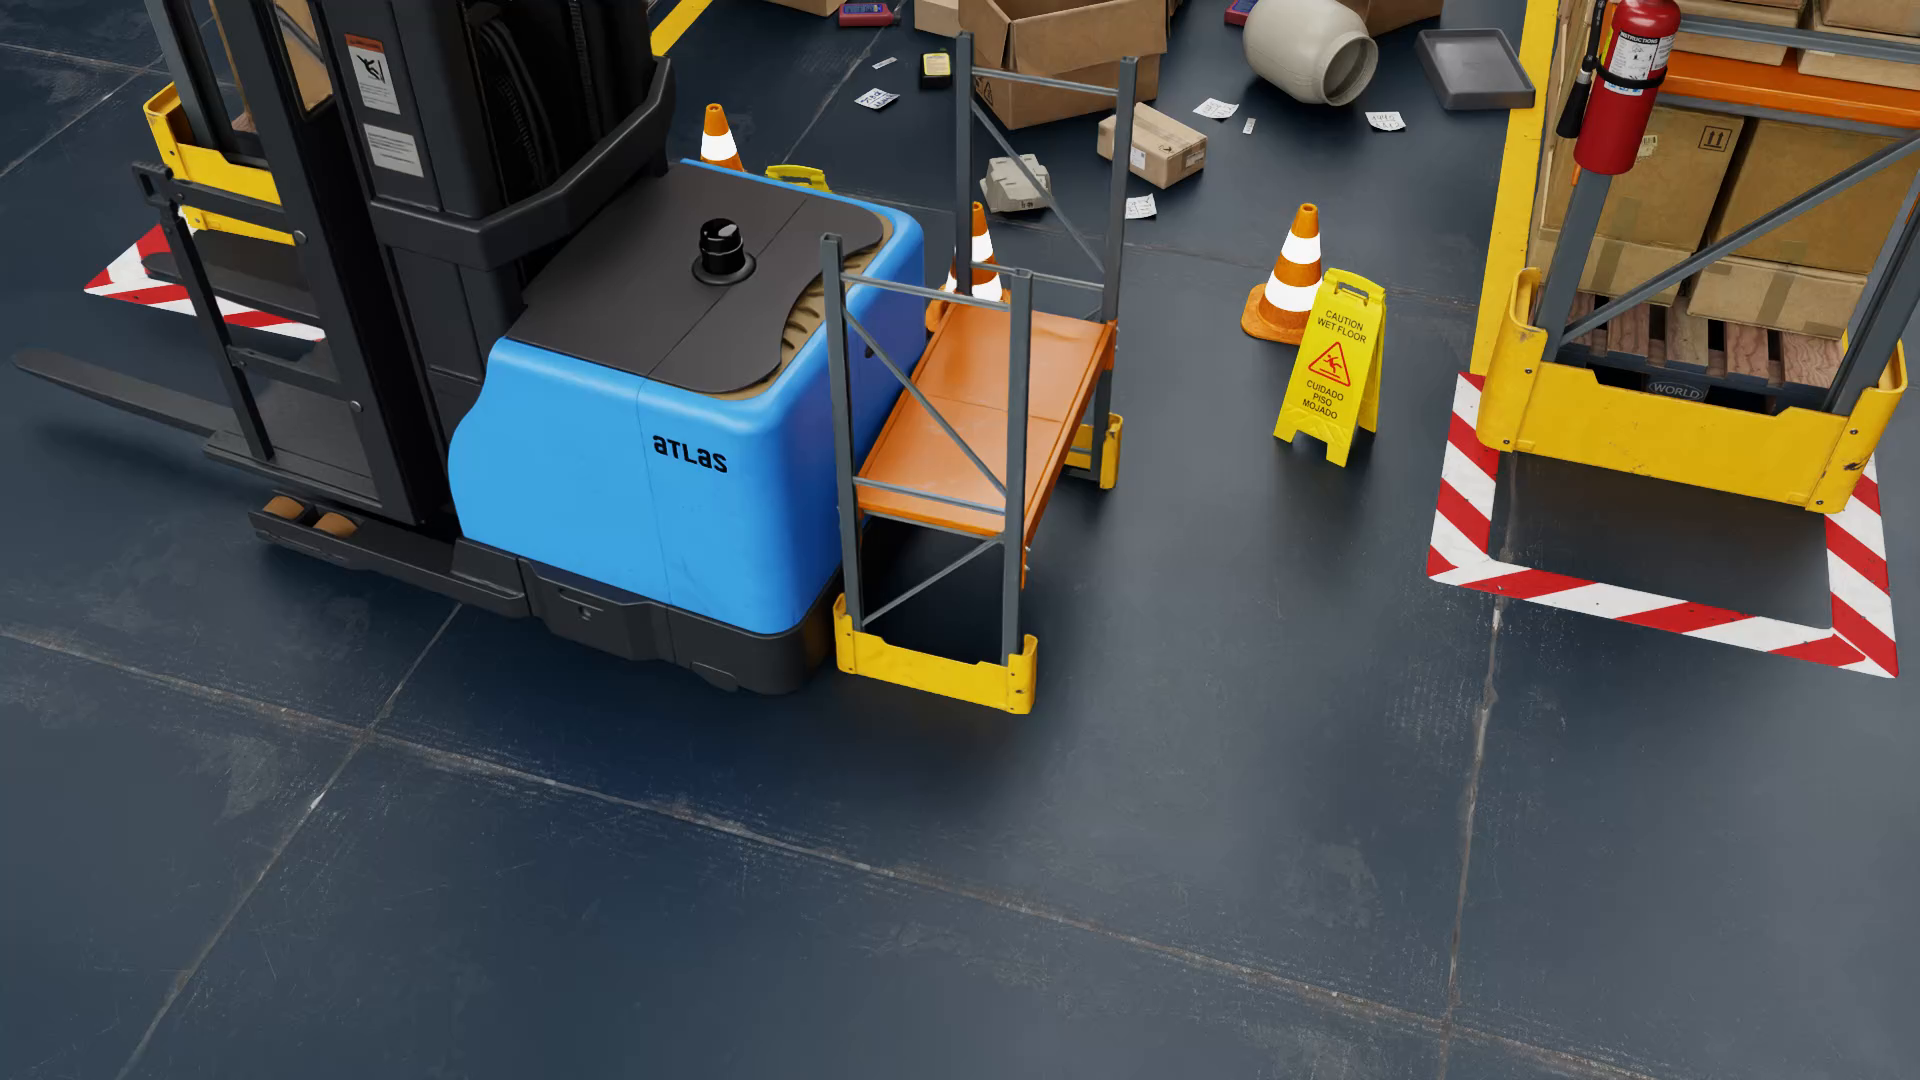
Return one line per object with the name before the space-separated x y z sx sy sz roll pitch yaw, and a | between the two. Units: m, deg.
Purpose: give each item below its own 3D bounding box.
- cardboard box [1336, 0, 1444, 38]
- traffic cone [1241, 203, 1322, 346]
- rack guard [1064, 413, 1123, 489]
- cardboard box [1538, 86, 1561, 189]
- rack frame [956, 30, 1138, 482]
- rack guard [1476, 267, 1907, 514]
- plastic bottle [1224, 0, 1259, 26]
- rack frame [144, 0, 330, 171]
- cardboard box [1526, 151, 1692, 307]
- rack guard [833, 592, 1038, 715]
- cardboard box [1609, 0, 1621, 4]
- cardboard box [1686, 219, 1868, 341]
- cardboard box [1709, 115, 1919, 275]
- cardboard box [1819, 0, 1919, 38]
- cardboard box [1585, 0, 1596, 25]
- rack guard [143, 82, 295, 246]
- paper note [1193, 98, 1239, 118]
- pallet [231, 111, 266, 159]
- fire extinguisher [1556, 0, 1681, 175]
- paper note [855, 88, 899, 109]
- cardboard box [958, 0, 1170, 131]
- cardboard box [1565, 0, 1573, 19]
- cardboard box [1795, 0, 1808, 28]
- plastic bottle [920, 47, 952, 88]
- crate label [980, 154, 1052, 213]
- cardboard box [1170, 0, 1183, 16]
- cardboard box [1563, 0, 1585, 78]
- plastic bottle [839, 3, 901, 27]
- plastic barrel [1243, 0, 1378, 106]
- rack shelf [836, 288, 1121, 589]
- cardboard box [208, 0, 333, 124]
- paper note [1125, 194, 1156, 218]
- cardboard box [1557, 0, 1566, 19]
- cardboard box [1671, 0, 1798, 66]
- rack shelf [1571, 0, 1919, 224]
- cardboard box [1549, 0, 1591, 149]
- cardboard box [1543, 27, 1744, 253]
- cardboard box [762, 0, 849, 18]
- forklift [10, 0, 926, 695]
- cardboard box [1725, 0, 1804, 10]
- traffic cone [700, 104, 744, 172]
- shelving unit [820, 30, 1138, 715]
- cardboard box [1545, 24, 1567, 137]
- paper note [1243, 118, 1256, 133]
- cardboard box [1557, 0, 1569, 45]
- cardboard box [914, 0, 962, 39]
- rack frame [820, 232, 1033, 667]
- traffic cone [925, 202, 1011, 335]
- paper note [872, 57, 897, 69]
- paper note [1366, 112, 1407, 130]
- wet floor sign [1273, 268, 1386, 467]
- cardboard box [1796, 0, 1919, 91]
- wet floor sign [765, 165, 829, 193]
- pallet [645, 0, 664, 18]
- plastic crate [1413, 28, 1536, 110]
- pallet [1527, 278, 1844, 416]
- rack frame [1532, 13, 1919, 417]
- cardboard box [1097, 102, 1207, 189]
cardboard box | 1.900 -2.679 7.629 0.500 0.500 0.500 -24 49 -22
traffic cone | 1.211 -0.985 5.925 0.336 0.463 0.334 13 46 13
rack guard | 0.231 -0.340 5.419 0.587 0.250 0.087 13 46 13
cardboard box | 2.463 -1.438 6.241 0.500 0.250 0.500 13 46 13
rack frame | 0.231 -0.787 4.982 0.500 1.500 0.032 13 46 13
rack guard | 2.333 -0.489 5.392 1.175 0.500 0.348 13 46 13
plastic bottle | 1.343 -2.485 7.745 0.133 0.061 0.283 20 48 19
rack frame | -2.438 -2.313 5.469 1.000 3.000 0.127 13 46 13
cardboard box | 2.306 -1.111 5.906 0.500 0.250 0.500 12 46 12
rack guard | -0.072 0.324 4.740 0.587 0.250 0.087 13 46 13
cardboard box | 2.191 -1.729 5.052 0.380 0.149 0.250 12 46 12
cardboard box | 2.818 -0.978 5.770 0.500 0.250 0.500 12 46 12
cardboard box | 2.825 -1.262 5.525 0.500 0.500 0.500 11 45 11
cardboard box | 2.718 -1.731 4.590 0.500 0.500 0.500 12 46 12
cardboard box | 2.352 -1.847 5.658 0.380 0.149 0.250 14 46 14
rack guard | -2.445 -1.403 6.327 1.175 0.500 0.348 13 46 13
paper note | 1.100 -1.852 7.129 0.148 0.019 0.142 28 51 26
pallet | -2.270 -1.865 7.006 1.003 0.211 1.213 13 46 13
fire extinguisher | 1.836 -1.325 4.515 0.296 0.674 0.183 13 46 13
paper note | -0.358 -1.909 7.180 0.144 0.017 0.142 28 51 26
cardboard box | 0.429 -2.146 7.084 0.797 0.503 0.637 -16 47 -16
cardboard box | 2.776 -2.393 6.680 0.500 0.500 0.500 15 46 15
cardboard box | 2.673 -1.596 4.916 0.380 0.149 0.250 13 46 13
plastic bottle | -0.108 -2.091 7.343 0.133 0.061 0.283 -2 44 -2
crate label | 0.229 -1.414 6.597 0.250 0.136 0.298 -9 45 -9
cardboard box | 0.705 -2.820 7.675 0.797 0.637 0.503 13 46 13
cardboard box | 2.619 -2.040 6.319 0.500 0.500 0.500 12 46 12
plastic bottle | -0.415 -2.427 7.687 0.283 0.061 0.133 -2 44 -2
plastic barrel | 1.493 -2.108 7.102 0.421 0.421 0.512 -24 49 -22
rack shelf | 0.076 -0.320 4.762 0.538 0.185 1.000 13 46 13
cardboard box | -2.296 -2.169 6.541 0.875 0.875 0.875 13 46 13
paper note | 0.699 -1.322 6.579 0.148 0.019 0.142 -2 44 -2
cardboard box | 2.935 -2.471 7.296 0.500 0.250 0.500 15 46 15
cardboard box | 2.220 -1.536 4.855 0.380 0.149 0.250 14 46 14
rack shelf | 2.916 -2.408 6.080 1.077 0.370 4.000 13 46 13
cardboard box | 2.459 -1.705 5.977 0.500 0.500 0.500 14 46 14
cardboard box | 2.304 -1.356 5.621 0.500 0.500 0.500 13 46 13
cardboard box | -0.719 -2.834 7.787 0.500 0.500 0.500 20 48 19
forklift | -1.652 -1.289 4.471 3.031 2.935 1.130 17 47 16
cardboard box | 2.212 -1.894 4.756 0.500 0.500 0.500 12 46 12
traffic cone | -0.924 -1.459 6.410 0.336 0.463 0.334 13 46 13
shelving unit | 0.079 -0.455 4.642 0.587 1.500 1.083 13 46 13
cardboard box | 2.616 -1.788 6.599 0.500 0.250 0.500 11 45 11
paper note | 1.224 -1.752 7.033 0.032 0.001 0.123 13 46 13
cardboard box | 2.777 -2.117 6.934 0.500 0.250 0.500 12 46 12
cardboard box | 0.008 -2.466 7.580 0.396 0.266 0.258 20 48 19
rack frame | -0.078 -0.110 4.290 0.500 1.500 0.032 13 46 13
traffic cone | 0.050 -0.993 5.934 0.336 0.463 0.334 13 46 13
paper note | -0.336 -2.128 7.418 0.123 0.001 0.032 -33 53 -29
paper note | 1.807 -1.784 7.051 0.142 0.019 0.148 -2 44 -2
wet floor sign | 1.233 -0.590 5.392 0.267 0.644 0.232 28 51 26
cardboard box | 2.610 -1.424 4.741 0.380 0.149 0.250 13 46 13
wet floor sign | -0.560 -1.033 5.844 0.267 0.644 0.232 5 45 5
pallet | -1.899 -2.676 7.834 1.003 0.211 1.213 13 46 13
plastic crate | 2.265 -2.081 7.320 0.402 0.080 0.583 -2 44 -2
pallet | 2.613 -0.920 6.039 1.003 0.211 1.213 13 46 13
rack frame | 2.310 -1.332 4.466 1.000 3.000 0.127 13 46 13
cardboard box | 0.782 -1.614 6.793 0.250 0.149 0.380 -33 53 -29
